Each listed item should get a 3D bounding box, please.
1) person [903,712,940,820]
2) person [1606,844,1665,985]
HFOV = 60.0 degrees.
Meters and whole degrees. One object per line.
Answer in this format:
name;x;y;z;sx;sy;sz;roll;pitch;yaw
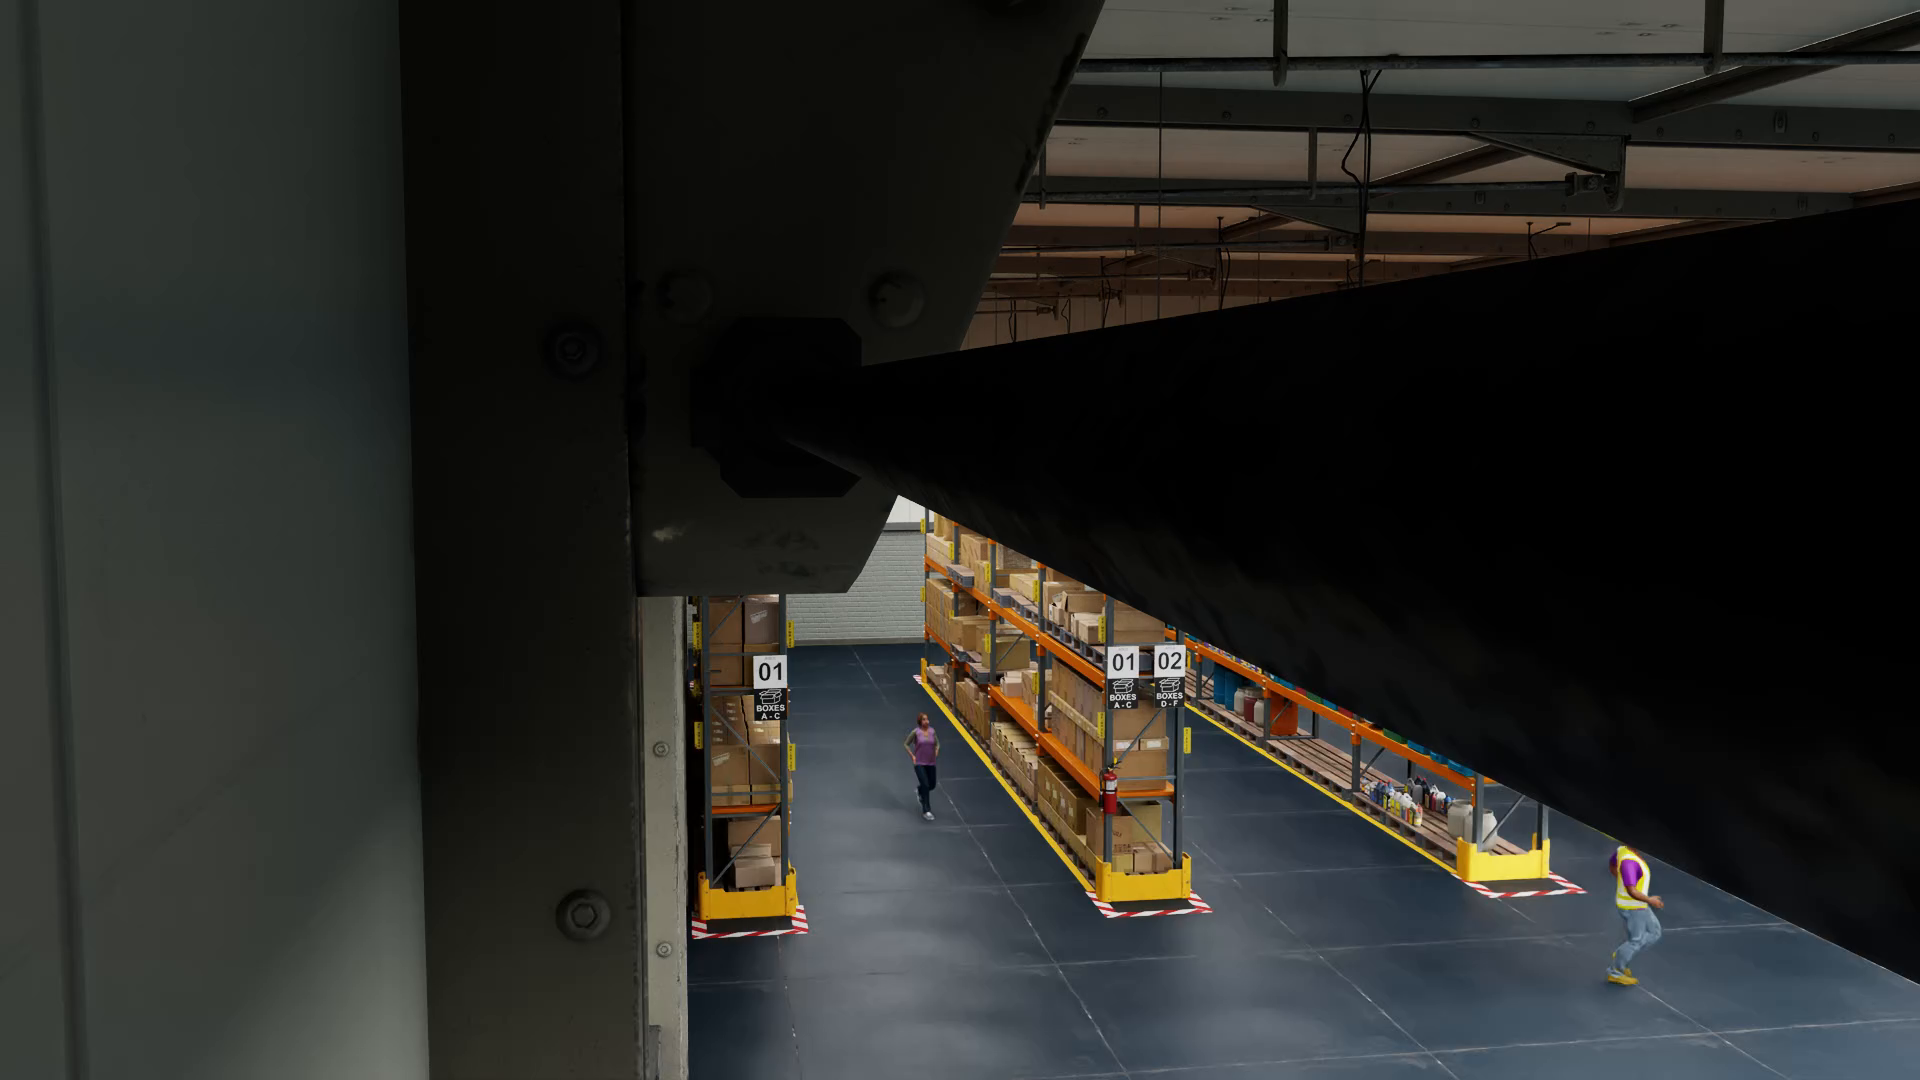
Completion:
person;-0.556;3.356;24.928;0.547;1.563;0.755;-2;5;-24
person;7.242;3.899;17.818;0.555;1.721;0.704;2;5;18
